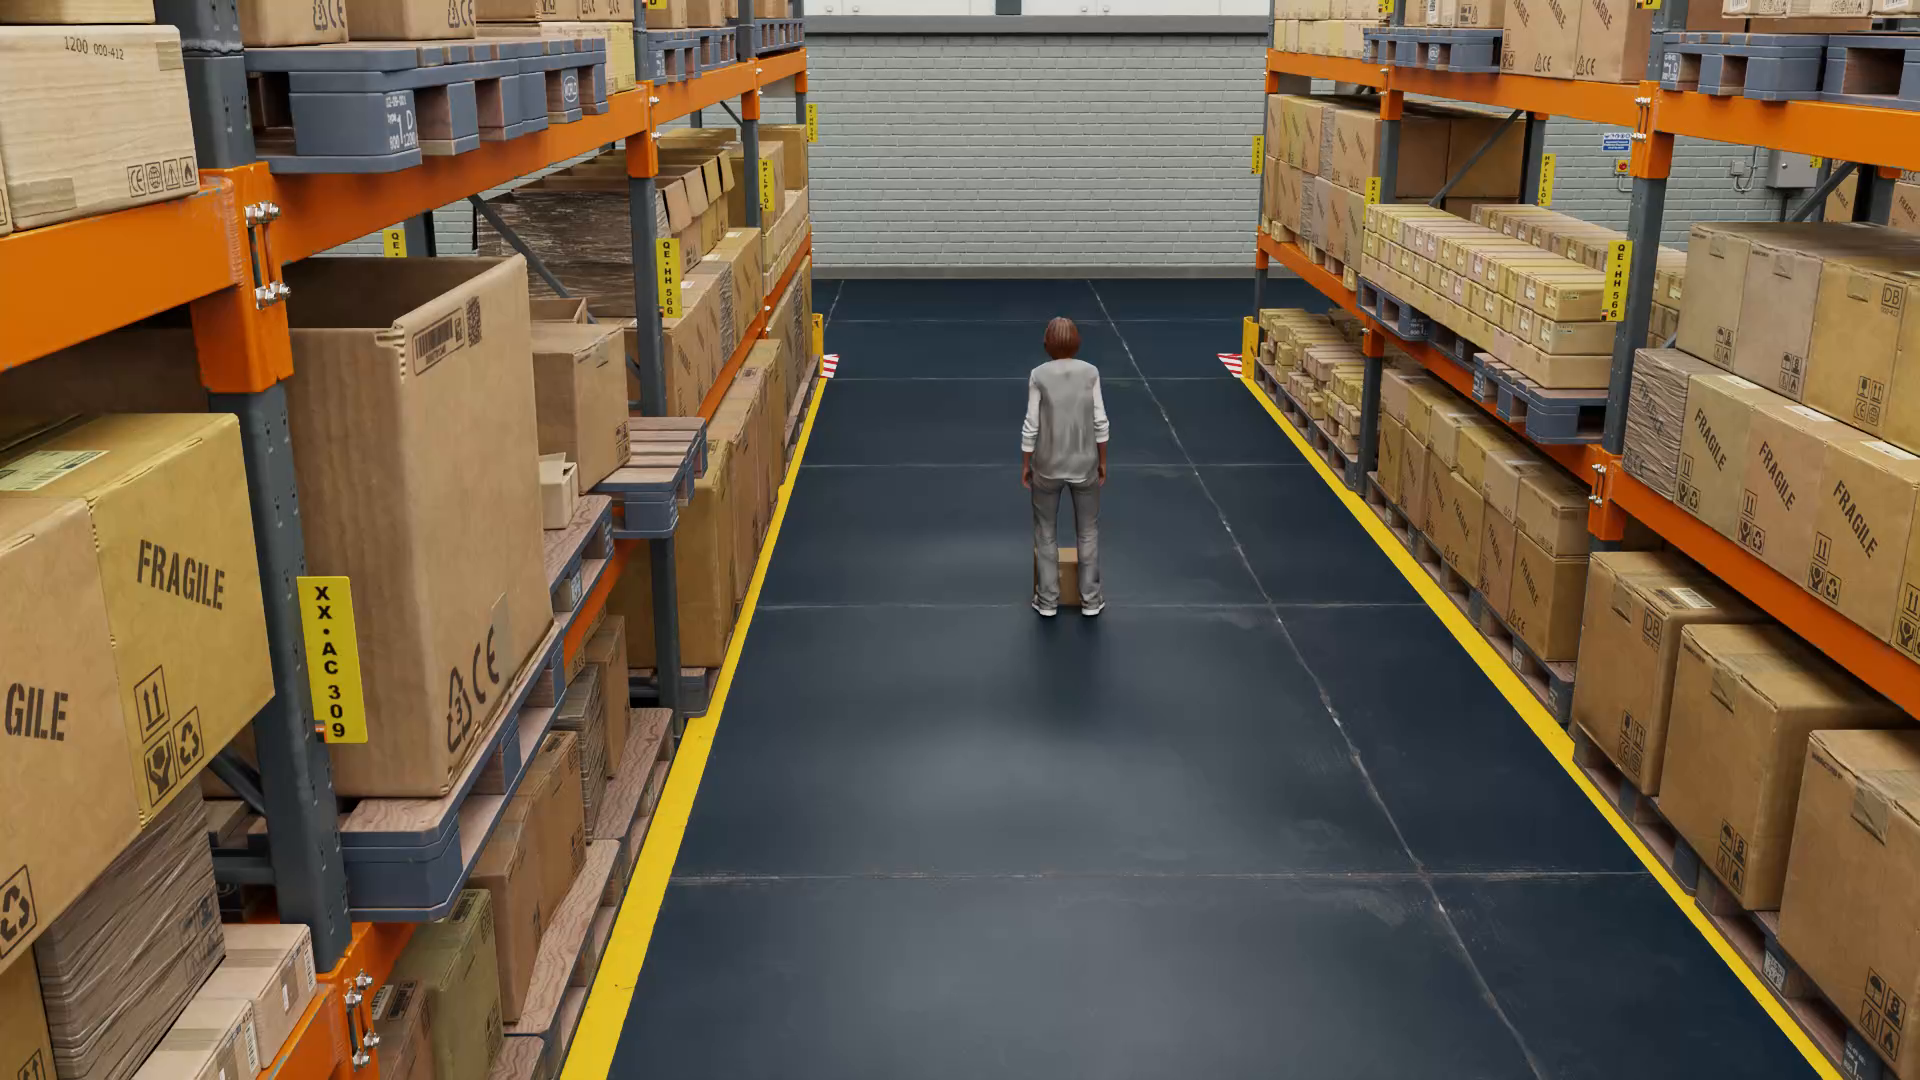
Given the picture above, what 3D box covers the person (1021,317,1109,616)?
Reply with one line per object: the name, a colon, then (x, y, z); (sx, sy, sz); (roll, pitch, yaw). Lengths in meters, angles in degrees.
person: (0.554, -0.369, 8.745); (0.478, 1.592, 0.347); (-1, 17, -4)
